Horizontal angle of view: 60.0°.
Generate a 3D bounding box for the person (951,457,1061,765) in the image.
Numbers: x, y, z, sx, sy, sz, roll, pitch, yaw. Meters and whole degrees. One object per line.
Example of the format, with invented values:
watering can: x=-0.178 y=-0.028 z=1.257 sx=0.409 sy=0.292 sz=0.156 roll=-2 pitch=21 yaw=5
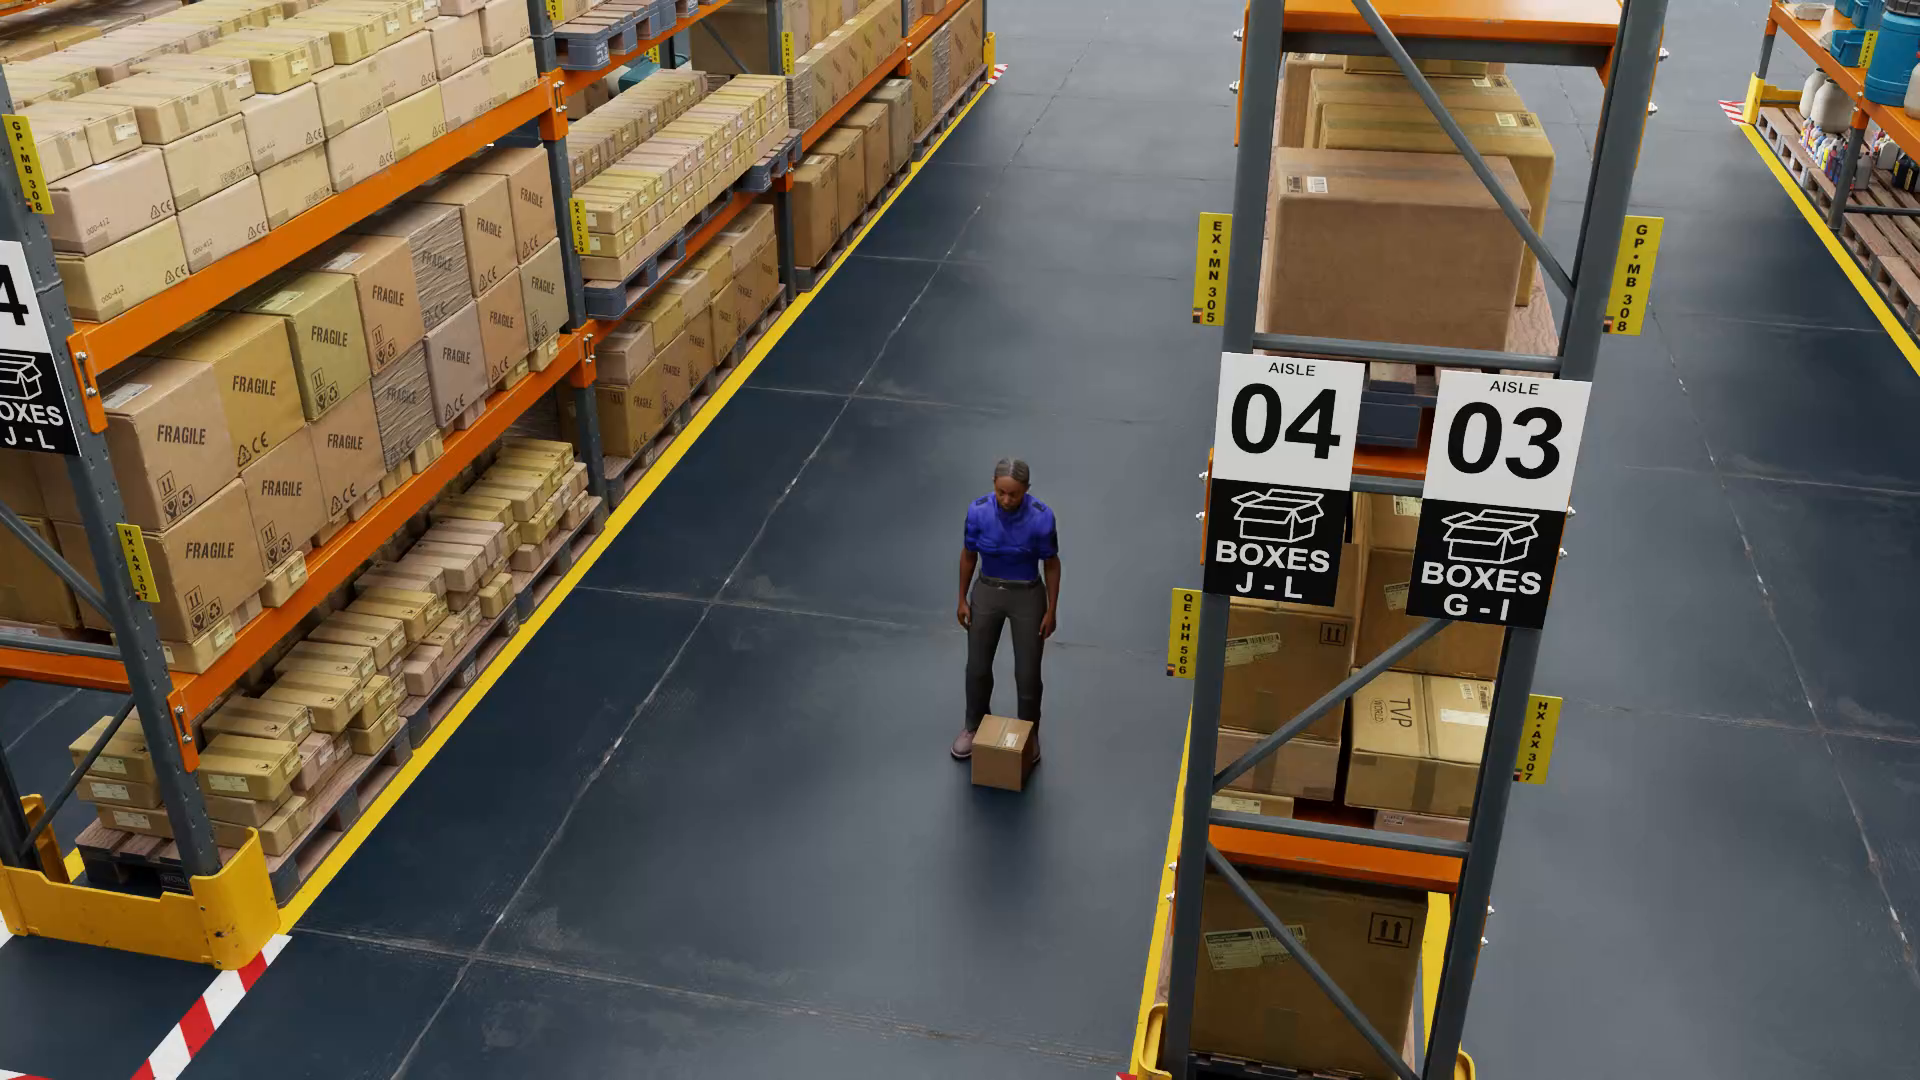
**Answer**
person: x=0.226 y=0.324 z=8.045 sx=0.506 sy=1.640 sz=0.351 roll=6 pitch=30 yaw=11
